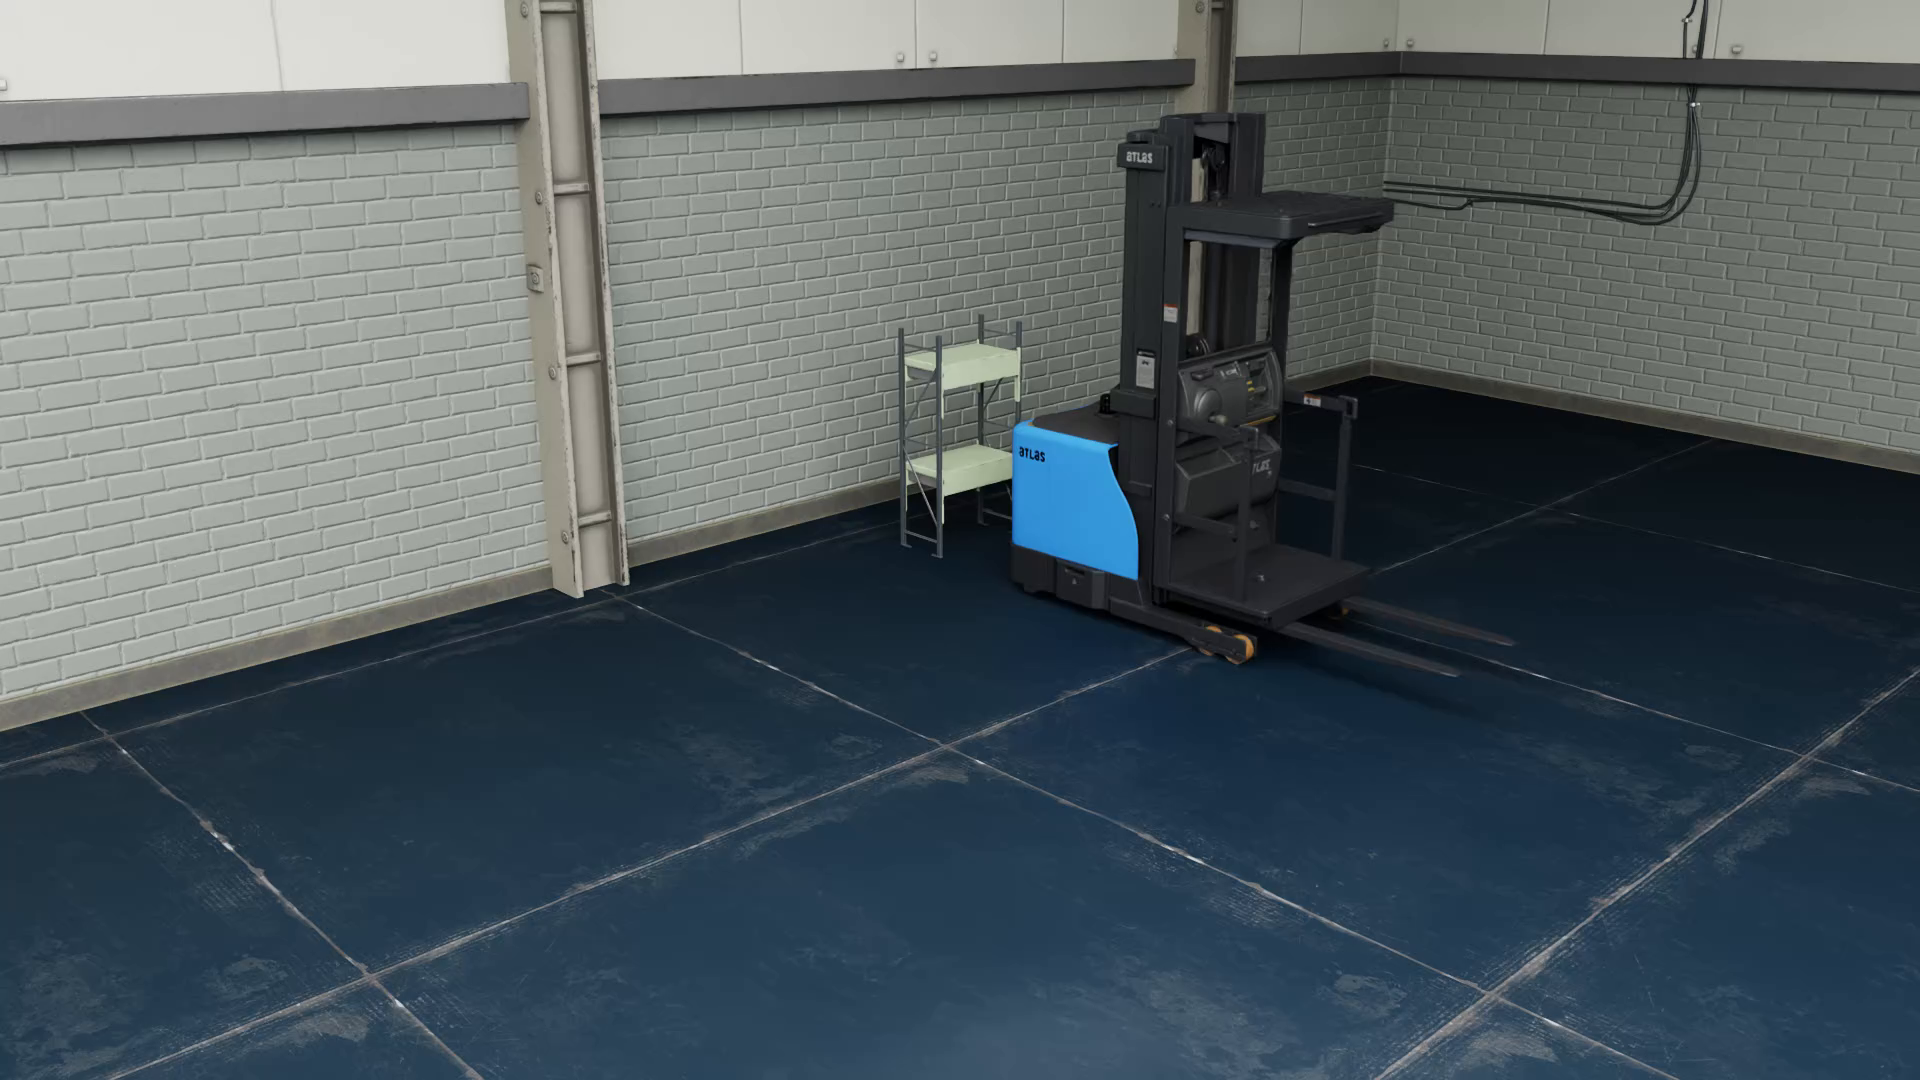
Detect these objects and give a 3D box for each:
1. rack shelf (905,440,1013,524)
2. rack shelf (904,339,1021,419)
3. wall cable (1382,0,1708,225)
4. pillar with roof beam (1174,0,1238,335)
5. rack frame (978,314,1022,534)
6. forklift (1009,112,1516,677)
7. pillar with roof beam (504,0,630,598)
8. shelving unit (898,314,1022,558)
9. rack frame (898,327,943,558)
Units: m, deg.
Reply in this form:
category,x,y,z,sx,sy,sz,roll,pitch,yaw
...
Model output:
category,x,y,z,sx,sy,sz,roll,pitch,yaw
rack shelf,0.005,-0.405,11.358,0.720,0.370,0.431,-16,24,-41
rack shelf,0.005,-1.086,11.137,0.720,0.370,0.431,-16,24,-41
wall cable,5.056,-4.116,14.622,0.112,2.526,3.097,-16,24,-41
pillar with roof beam,4.964,-4.300,10.156,0.400,9.000,9.100,-16,24,-41
rack frame,0.271,-0.792,11.497,0.023,1.500,0.400,-16,24,-41
forklift,1.714,-0.877,9.438,3.031,2.935,1.130,17,24,42
pillar with roof beam,0.605,-3.029,6.235,0.400,9.000,9.100,-16,24,-41
shelving unit,0.005,-0.715,11.258,0.755,1.500,0.431,-16,24,-41
rack frame,-0.261,-0.637,11.019,0.023,1.500,0.400,-16,24,-41
